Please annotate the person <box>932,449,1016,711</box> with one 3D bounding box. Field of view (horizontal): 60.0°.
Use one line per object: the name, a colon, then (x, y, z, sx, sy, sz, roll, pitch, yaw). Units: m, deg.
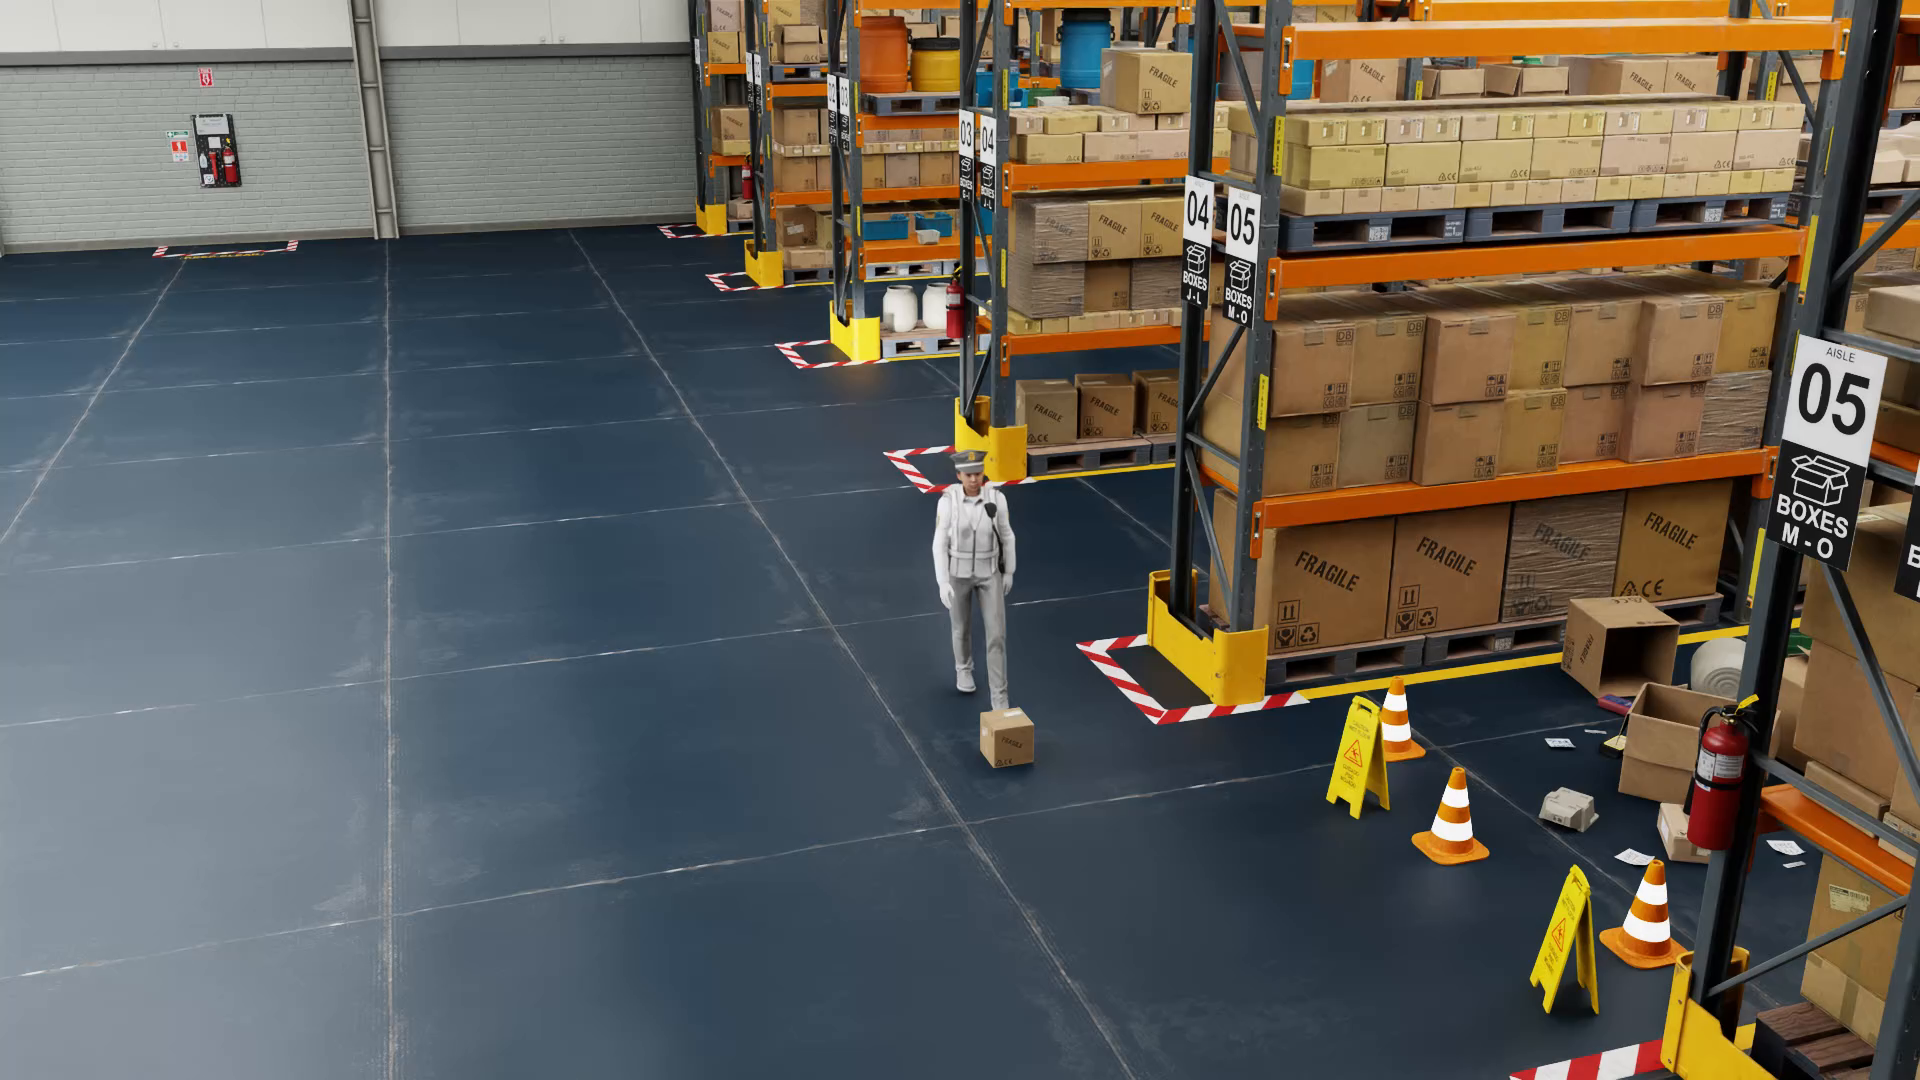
person: (0.092, 0.253, 10.327, 0.525, 1.685, 0.744, -1, 19, -2)
